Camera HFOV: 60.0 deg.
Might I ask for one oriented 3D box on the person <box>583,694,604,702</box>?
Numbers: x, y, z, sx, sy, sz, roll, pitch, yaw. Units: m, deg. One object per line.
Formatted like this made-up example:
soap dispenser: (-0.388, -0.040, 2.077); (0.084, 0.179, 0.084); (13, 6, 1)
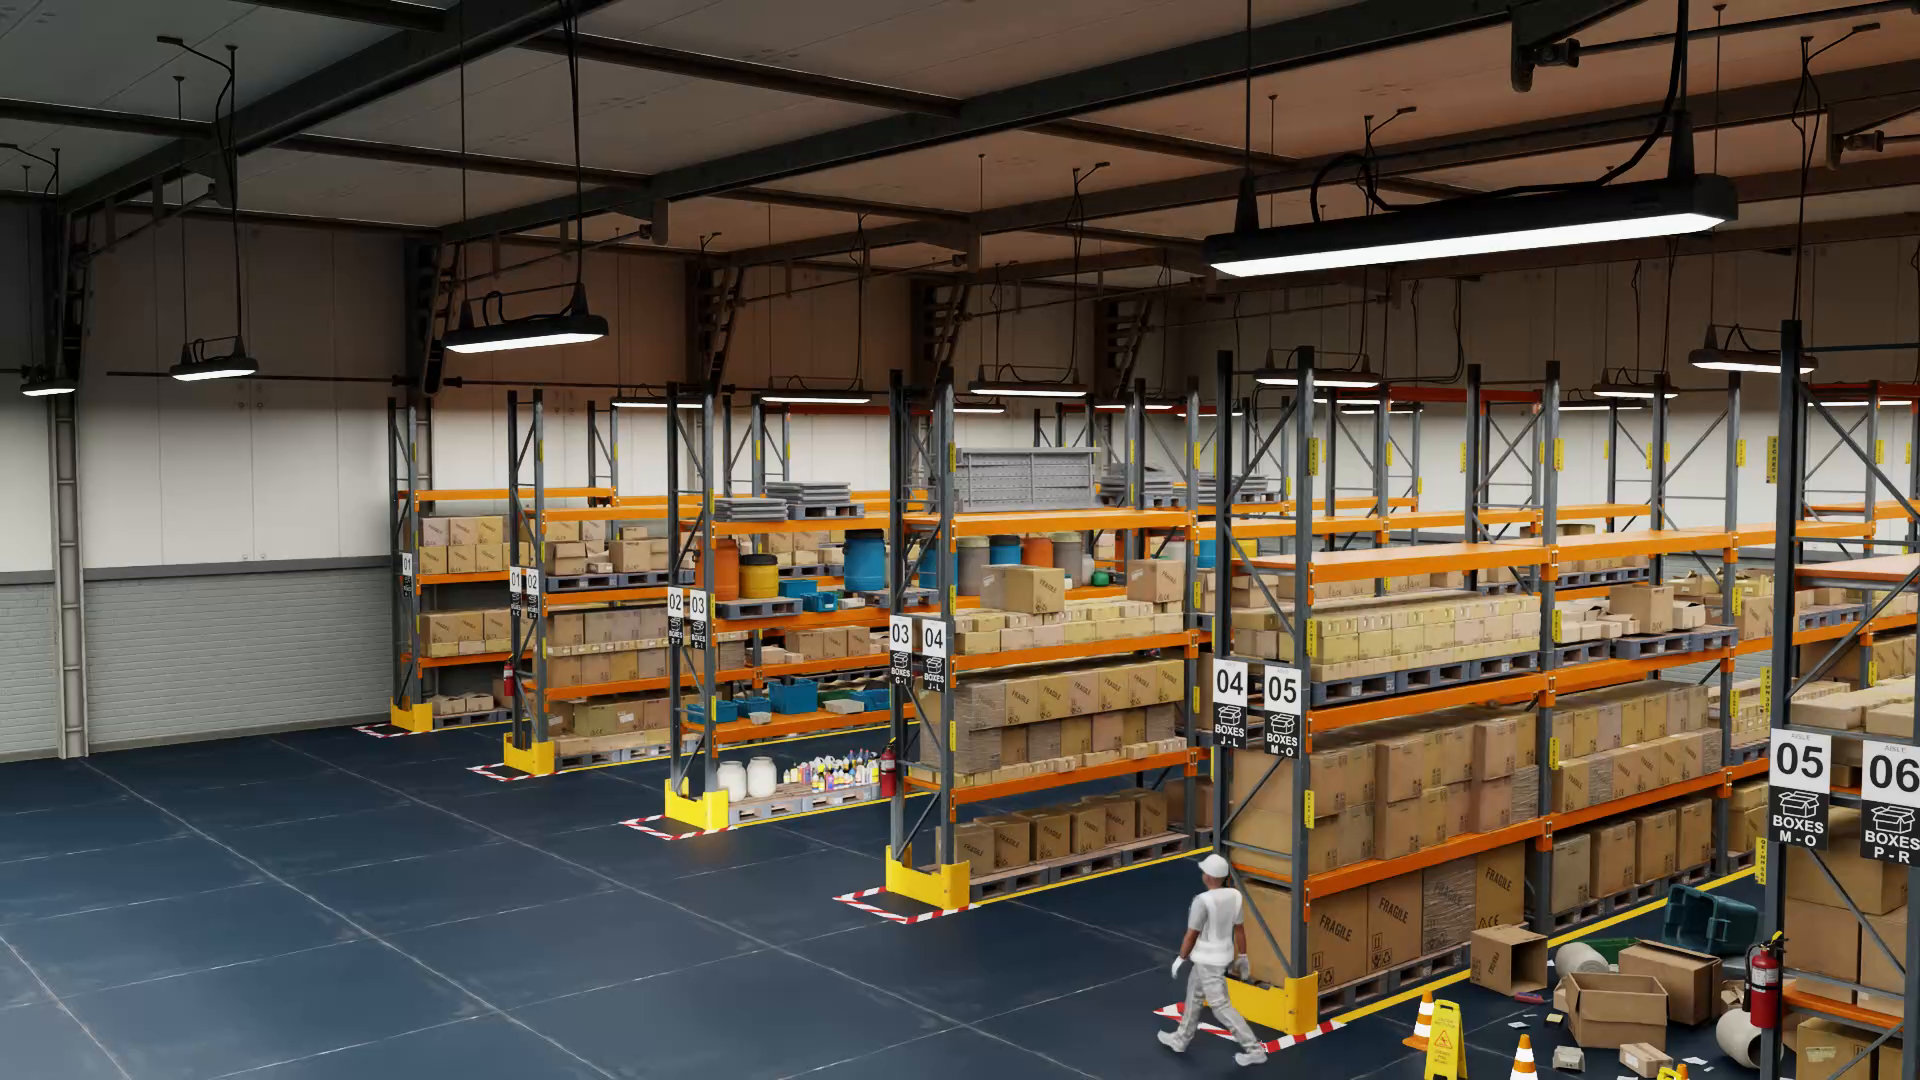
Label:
person: (-6.398, 2.640, 29.102); (0.497, 1.694, 0.417); (-2, 4, -33)

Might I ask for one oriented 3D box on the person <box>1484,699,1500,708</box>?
person: (7.389, 3.021, 23.349); (0.462, 1.620, 0.437); (1, 3, 14)

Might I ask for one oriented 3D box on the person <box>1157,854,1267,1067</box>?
person: (2.073, 3.485, 13.820); (1.054, 1.752, 0.511); (2, 4, 27)
